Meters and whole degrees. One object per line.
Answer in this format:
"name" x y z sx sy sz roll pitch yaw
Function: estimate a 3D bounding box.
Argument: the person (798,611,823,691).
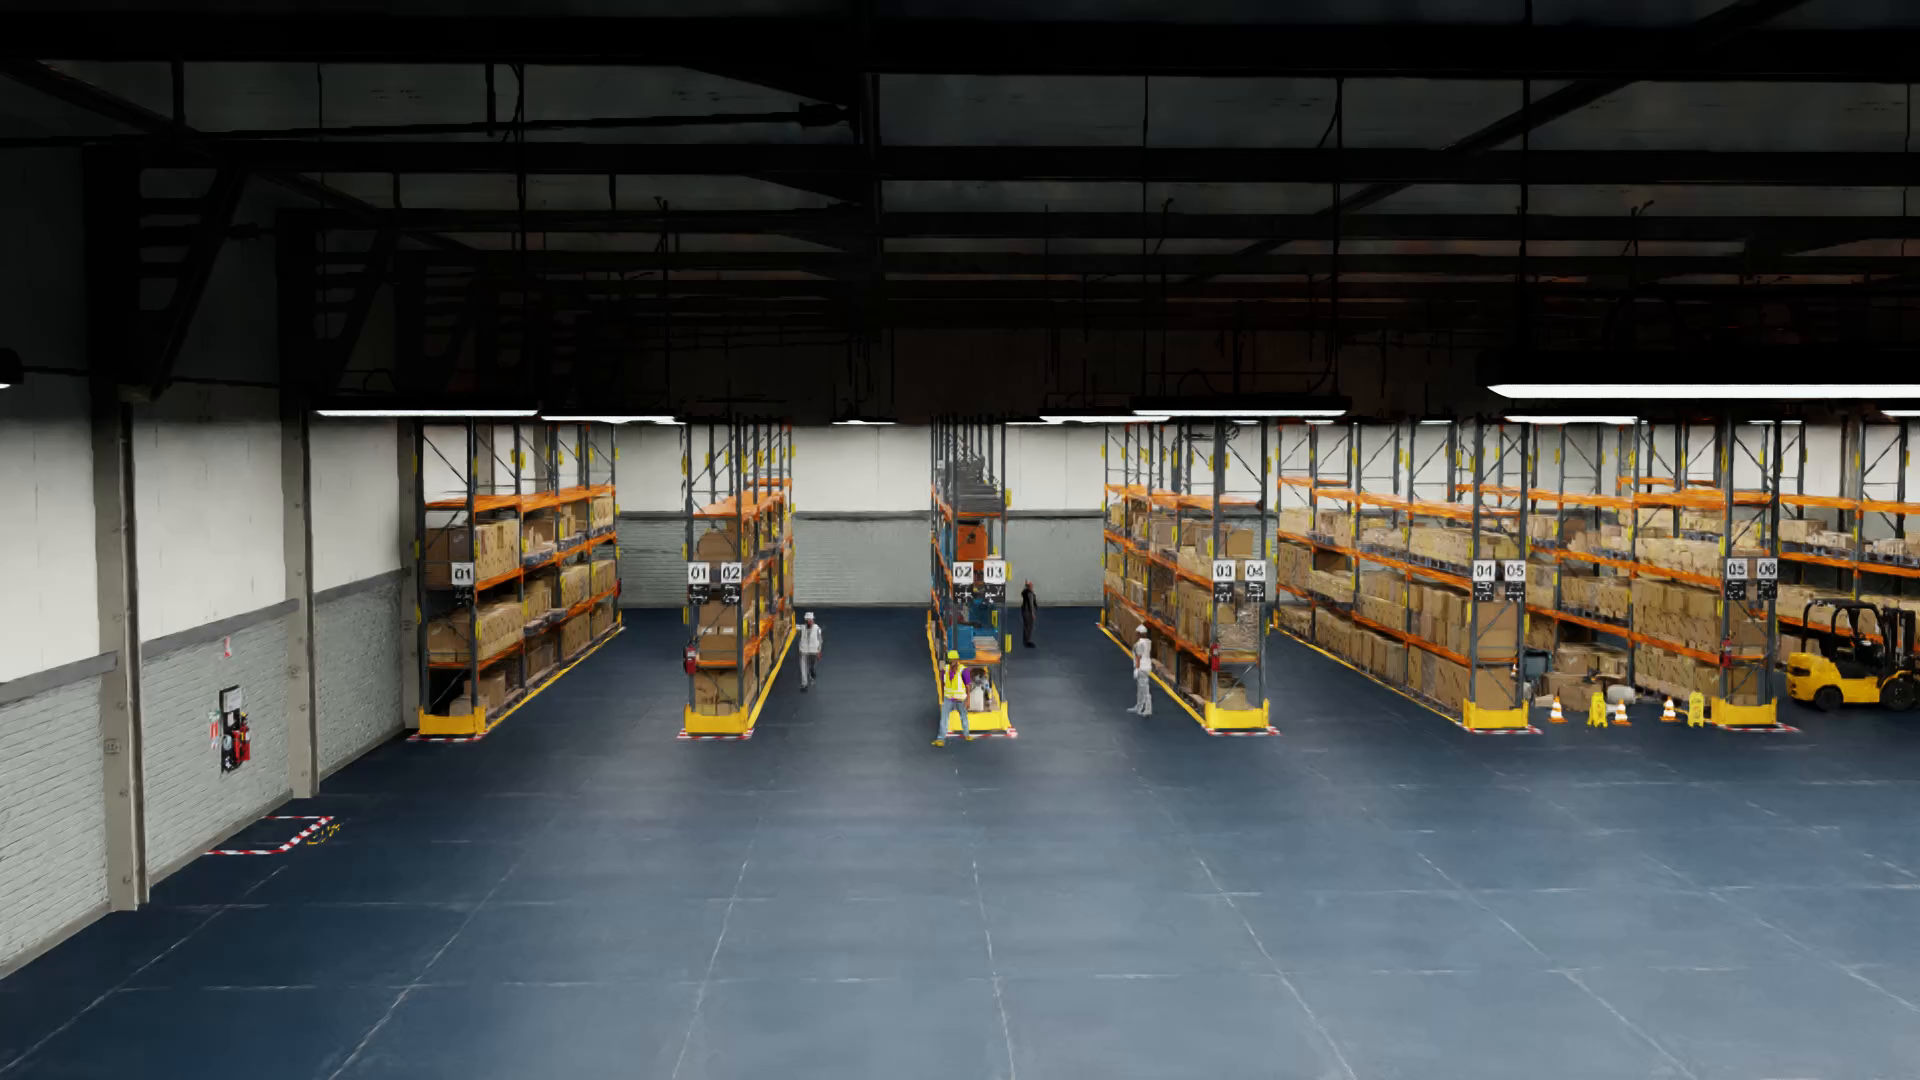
"person" -3.264 2.397 36.244 0.543 1.700 1.119 0 4 -5

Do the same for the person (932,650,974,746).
"person" -0.103 2.830 29.931 0.622 1.721 0.958 2 4 22

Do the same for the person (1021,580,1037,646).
"person" 1.813 1.890 43.398 0.401 1.726 0.627 -1 4 -21

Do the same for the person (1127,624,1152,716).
"person" 3.585 2.564 33.089 0.594 1.782 0.678 1 4 20
